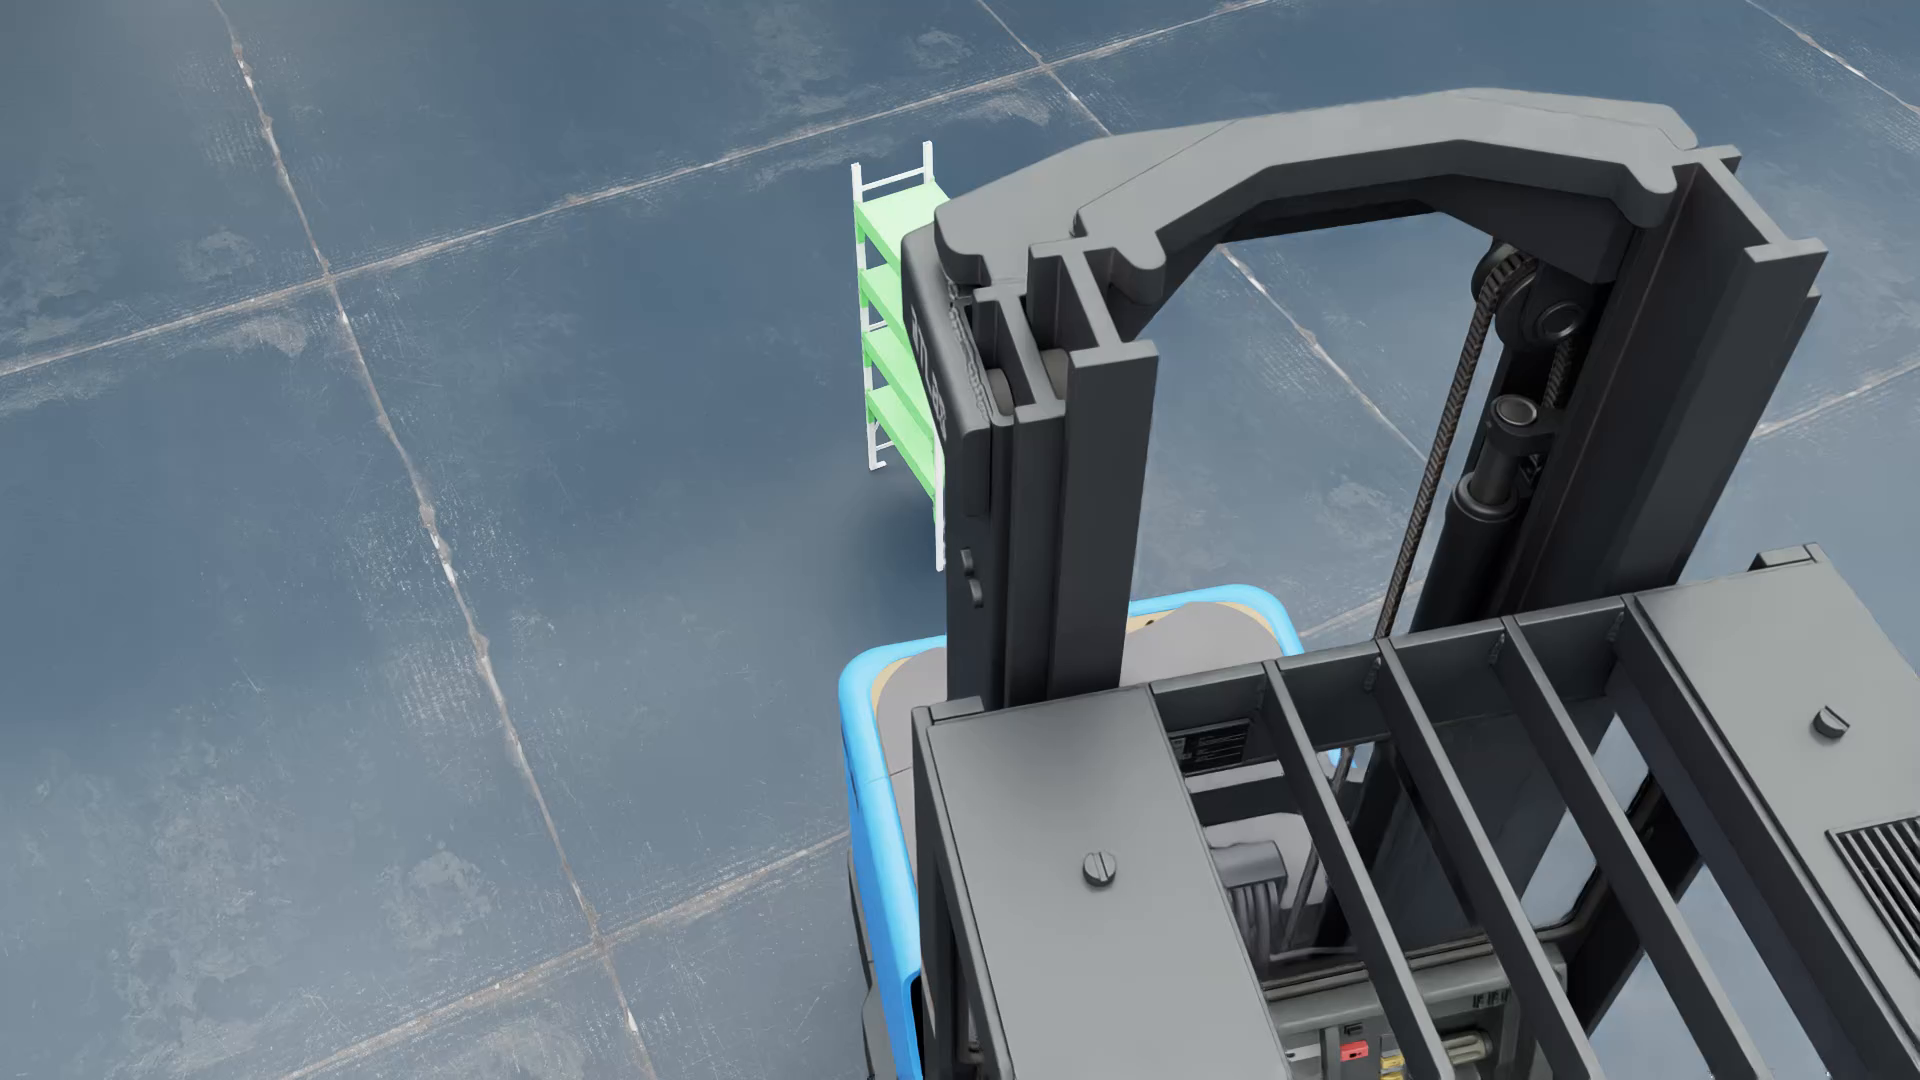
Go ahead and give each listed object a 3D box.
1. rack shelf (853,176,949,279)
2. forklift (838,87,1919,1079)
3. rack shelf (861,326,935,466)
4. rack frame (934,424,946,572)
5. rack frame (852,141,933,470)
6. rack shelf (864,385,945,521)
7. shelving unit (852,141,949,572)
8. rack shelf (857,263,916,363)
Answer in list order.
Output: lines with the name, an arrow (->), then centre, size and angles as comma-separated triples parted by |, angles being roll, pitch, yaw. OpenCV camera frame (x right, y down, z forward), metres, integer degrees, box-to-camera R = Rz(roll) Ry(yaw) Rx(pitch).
rack shelf -> -0.076, -0.780, 4.582 | 0.258, 0.148, 0.480 | -21, 52, -18
forklift -> 0.542, 0.992, 2.435 | 1.130, 2.935, 3.031 | -10, 50, -8
rack shelf -> -0.076, -0.464, 4.943 | 0.258, 0.148, 0.480 | -21, 52, -18
rack frame -> 0.036, -0.342, 4.752 | 0.240, 1.200, 0.015 | -21, 52, -18
rack frame -> -0.187, -0.669, 5.038 | 0.240, 1.200, 0.015 | -21, 52, -18
rack shelf -> -0.076, -0.306, 5.124 | 0.258, 0.148, 0.480 | -21, 52, -18
shelving unit -> -0.076, -0.506, 4.895 | 0.258, 1.200, 0.503 | -21, 52, -18
rack shelf -> -0.076, -0.622, 4.763 | 0.258, 0.148, 0.480 | -21, 52, -18
